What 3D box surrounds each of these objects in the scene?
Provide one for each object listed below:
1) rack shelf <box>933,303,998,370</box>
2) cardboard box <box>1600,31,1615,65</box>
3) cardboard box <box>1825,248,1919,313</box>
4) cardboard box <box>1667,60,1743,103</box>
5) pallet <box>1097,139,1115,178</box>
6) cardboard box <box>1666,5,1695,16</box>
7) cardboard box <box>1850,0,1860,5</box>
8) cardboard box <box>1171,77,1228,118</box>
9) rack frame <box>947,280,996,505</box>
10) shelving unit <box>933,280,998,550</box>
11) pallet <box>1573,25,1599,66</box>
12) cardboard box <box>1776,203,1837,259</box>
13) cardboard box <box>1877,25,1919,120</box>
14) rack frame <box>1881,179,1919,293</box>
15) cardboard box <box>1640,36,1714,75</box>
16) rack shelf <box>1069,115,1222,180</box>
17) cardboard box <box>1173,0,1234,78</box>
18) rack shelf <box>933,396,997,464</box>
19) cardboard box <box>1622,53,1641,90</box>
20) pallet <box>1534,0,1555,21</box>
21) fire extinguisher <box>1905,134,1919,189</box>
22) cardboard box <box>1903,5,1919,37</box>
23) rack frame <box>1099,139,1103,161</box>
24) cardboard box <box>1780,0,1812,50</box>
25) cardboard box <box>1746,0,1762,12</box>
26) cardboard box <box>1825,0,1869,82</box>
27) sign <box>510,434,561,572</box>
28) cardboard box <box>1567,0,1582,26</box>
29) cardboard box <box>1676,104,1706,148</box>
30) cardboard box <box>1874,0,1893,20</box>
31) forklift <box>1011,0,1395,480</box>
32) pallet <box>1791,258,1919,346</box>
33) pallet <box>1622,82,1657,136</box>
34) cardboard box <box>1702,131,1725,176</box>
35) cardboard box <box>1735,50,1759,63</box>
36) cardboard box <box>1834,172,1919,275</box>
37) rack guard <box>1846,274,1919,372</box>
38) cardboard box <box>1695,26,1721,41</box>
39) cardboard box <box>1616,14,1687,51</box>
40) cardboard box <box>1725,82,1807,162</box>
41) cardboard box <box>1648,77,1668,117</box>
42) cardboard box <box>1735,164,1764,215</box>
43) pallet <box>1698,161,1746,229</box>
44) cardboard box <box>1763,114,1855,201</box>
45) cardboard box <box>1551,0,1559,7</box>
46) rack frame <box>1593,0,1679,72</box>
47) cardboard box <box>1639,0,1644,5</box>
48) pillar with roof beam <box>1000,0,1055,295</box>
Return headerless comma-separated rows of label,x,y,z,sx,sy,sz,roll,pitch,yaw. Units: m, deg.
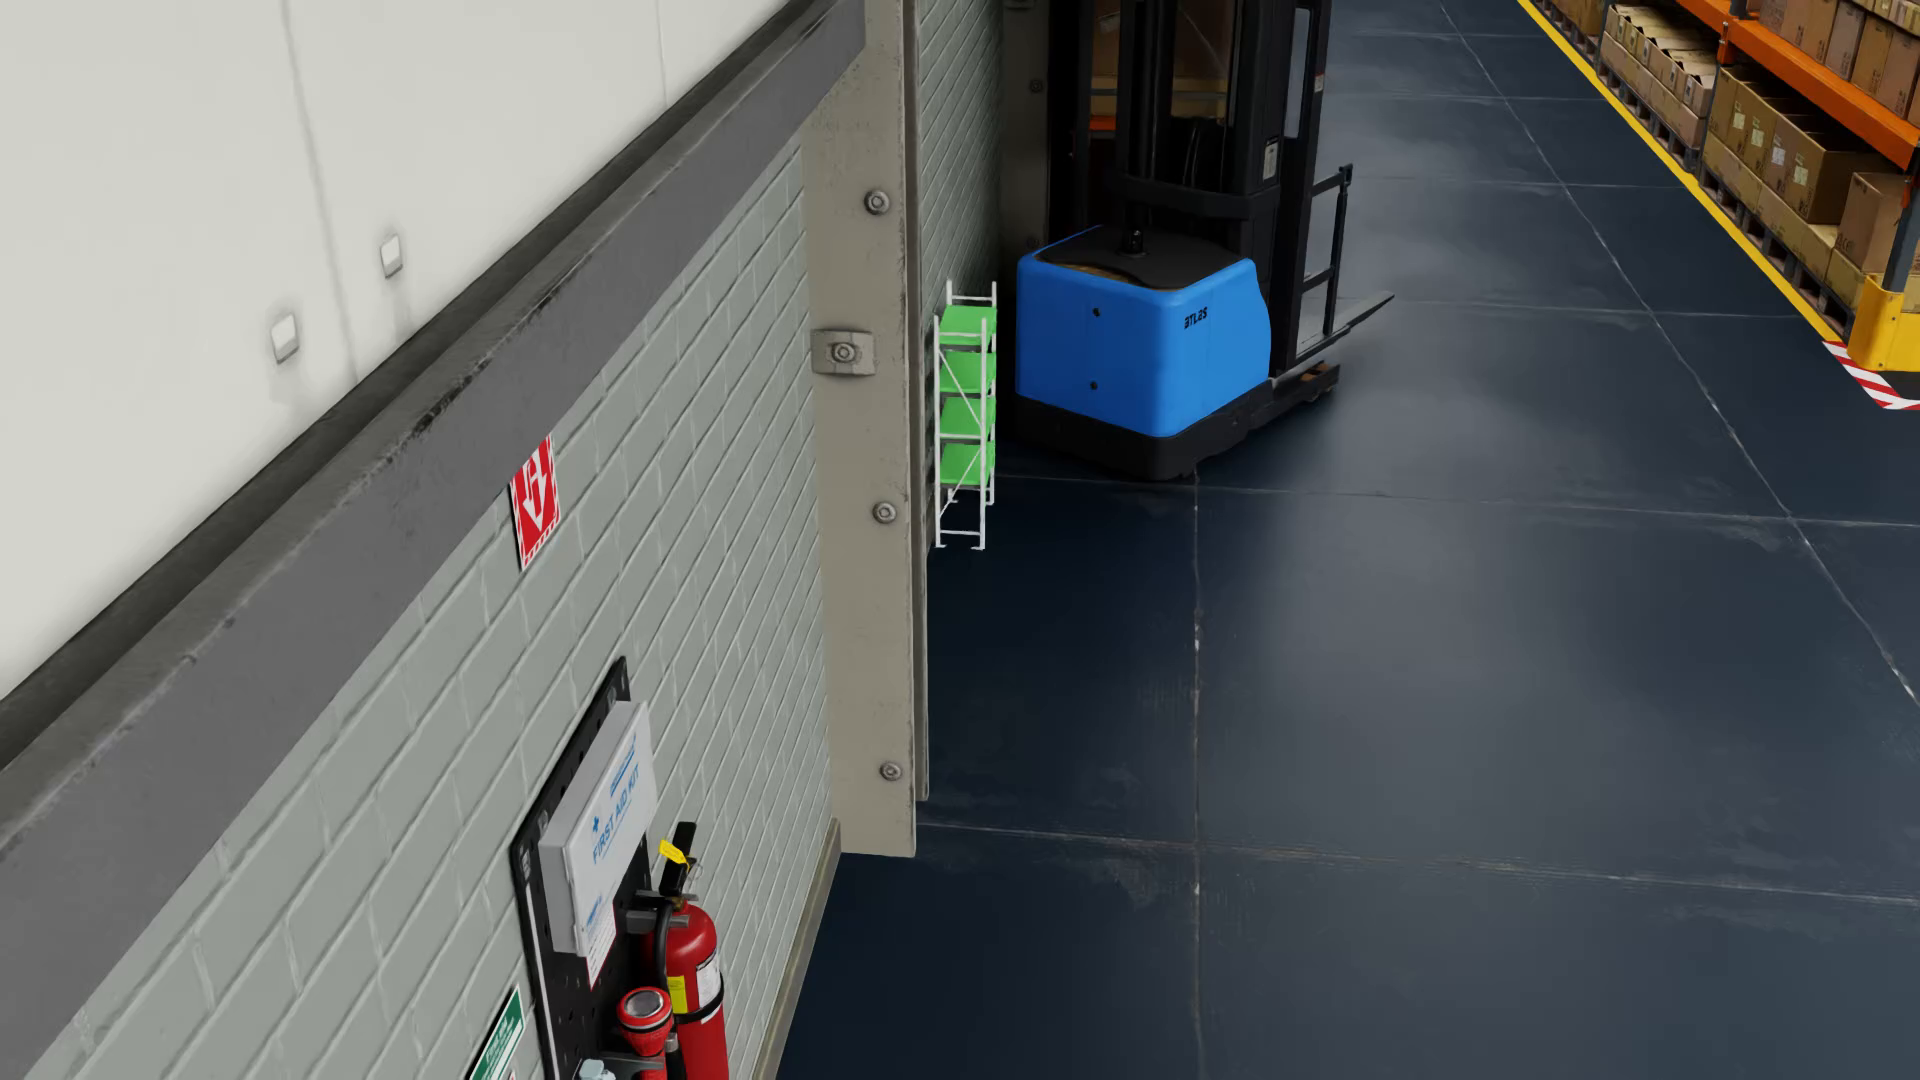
rack shelf,0.028,-0.973,7.913,0.258,0.148,0.480,3,28,6
cardboard box,6.752,-4.929,16.693,0.500,0.250,0.500,3,28,6
cardboard box,5.900,-1.662,10.629,0.500,0.250,0.500,3,28,6
cardboard box,6.440,-3.975,14.331,0.500,0.311,0.500,4,29,8
pallet,1.654,-3.042,13.673,1.003,0.211,1.213,3,28,6
cardboard box,7.288,-5.144,16.502,0.500,0.311,0.500,4,29,8
cardboard box,6.173,-3.669,11.109,0.380,0.149,0.250,3,28,5
cardboard box,1.586,-2.859,10.530,0.500,0.250,0.500,3,28,5
rack frame,0.056,-0.721,8.324,0.240,1.200,0.015,3,28,6
shelving unit,0.028,-0.606,8.110,0.258,1.200,0.503,3,28,6
pallet,7.237,-5.306,17.876,1.003,0.211,1.213,3,28,6
cardboard box,6.009,-2.134,11.505,0.500,0.250,0.500,3,28,6
cardboard box,6.257,-2.929,10.418,0.700,0.500,0.500,4,29,8
rack frame,6.127,-2.418,9.576,1.000,3.000,0.127,3,28,6
cardboard box,6.569,-4.446,15.205,0.500,0.311,0.500,3,28,6
rack shelf,1.456,-3.329,12.026,1.077,0.370,4.000,3,28,6
cardboard box,1.567,-3.185,10.345,0.500,0.500,0.500,3,28,6
rack shelf,0.028,-0.550,8.141,0.258,0.148,0.480,3,28,6
cardboard box,6.634,-4.447,15.799,0.500,0.250,0.500,3,28,5
pallet,7.536,-6.454,20.008,1.003,0.211,1.213,3,28,6
fire extinguisher,5.652,-2.356,9.542,0.296,0.674,0.183,3,28,6
cardboard box,6.047,-3.183,10.205,0.380,0.149,0.250,3,28,5
rack frame,1.701,-4.587,13.602,1.000,3.000,0.127,3,28,6
cardboard box,6.511,-3.887,12.198,0.700,0.500,0.500,3,28,6
cardboard box,6.635,-4.470,13.542,0.500,0.250,0.500,5,29,9
cardboard box,6.384,-3.410,11.312,0.700,0.500,0.500,4,29,8
sign,-0.738,-0.121,2.869,0.001,0.298,0.199,3,28,6
cardboard box,7.053,-5.975,18.349,0.500,0.500,0.500,2,28,4
cardboard box,6.381,-3.488,14.017,0.500,0.250,0.500,3,28,6
cardboard box,6.112,-3.424,10.655,0.380,0.149,0.250,4,29,8
forklift,1.601,-2.231,9.301,1.130,2.935,3.031,21,35,34
pallet,6.180,-1.553,10.910,1.003,0.211,1.213,3,28,6
pallet,6.816,-3.999,15.450,1.003,0.211,1.213,3,28,6
cardboard box,6.260,-3.075,13.251,0.500,0.250,0.500,3,28,6
cardboard box,7.044,-4.182,14.714,0.500,0.311,0.500,2,28,5
cardboard box,5.898,-1.993,10.452,0.500,0.500,0.500,3,28,6
rack guard,6.125,-1.307,10.148,1.175,0.500,0.348,3,28,6
cardboard box,7.166,-4.662,15.606,0.500,0.311,0.500,3,28,6
cardboard box,6.696,-4.928,16.100,0.500,0.311,0.500,3,28,5
cardboard box,6.197,-3.170,12.637,0.500,0.500,0.500,3,28,6
cardboard box,6.507,-3.966,14.906,0.500,0.250,0.500,4,29,7
cardboard box,6.127,-2.605,12.379,0.500,0.250,0.500,3,28,6
pallet,6.479,-2.702,13.042,1.003,0.211,1.213,3,28,6
cardboard box,6.068,-2.699,11.764,0.500,0.500,0.500,3,28,6
cardboard box,7.174,-6.460,19.250,0.500,0.500,0.500,4,29,7
rack frame,7.108,-6.184,16.566,1.000,3.000,0.127,3,28,6
cardboard box,7.506,-5.722,17.880,0.500,0.500,0.500,2,28,4
pillar with roof beam,4.710,-5.475,8.925,9.100,9.000,0.400,3,28,6
